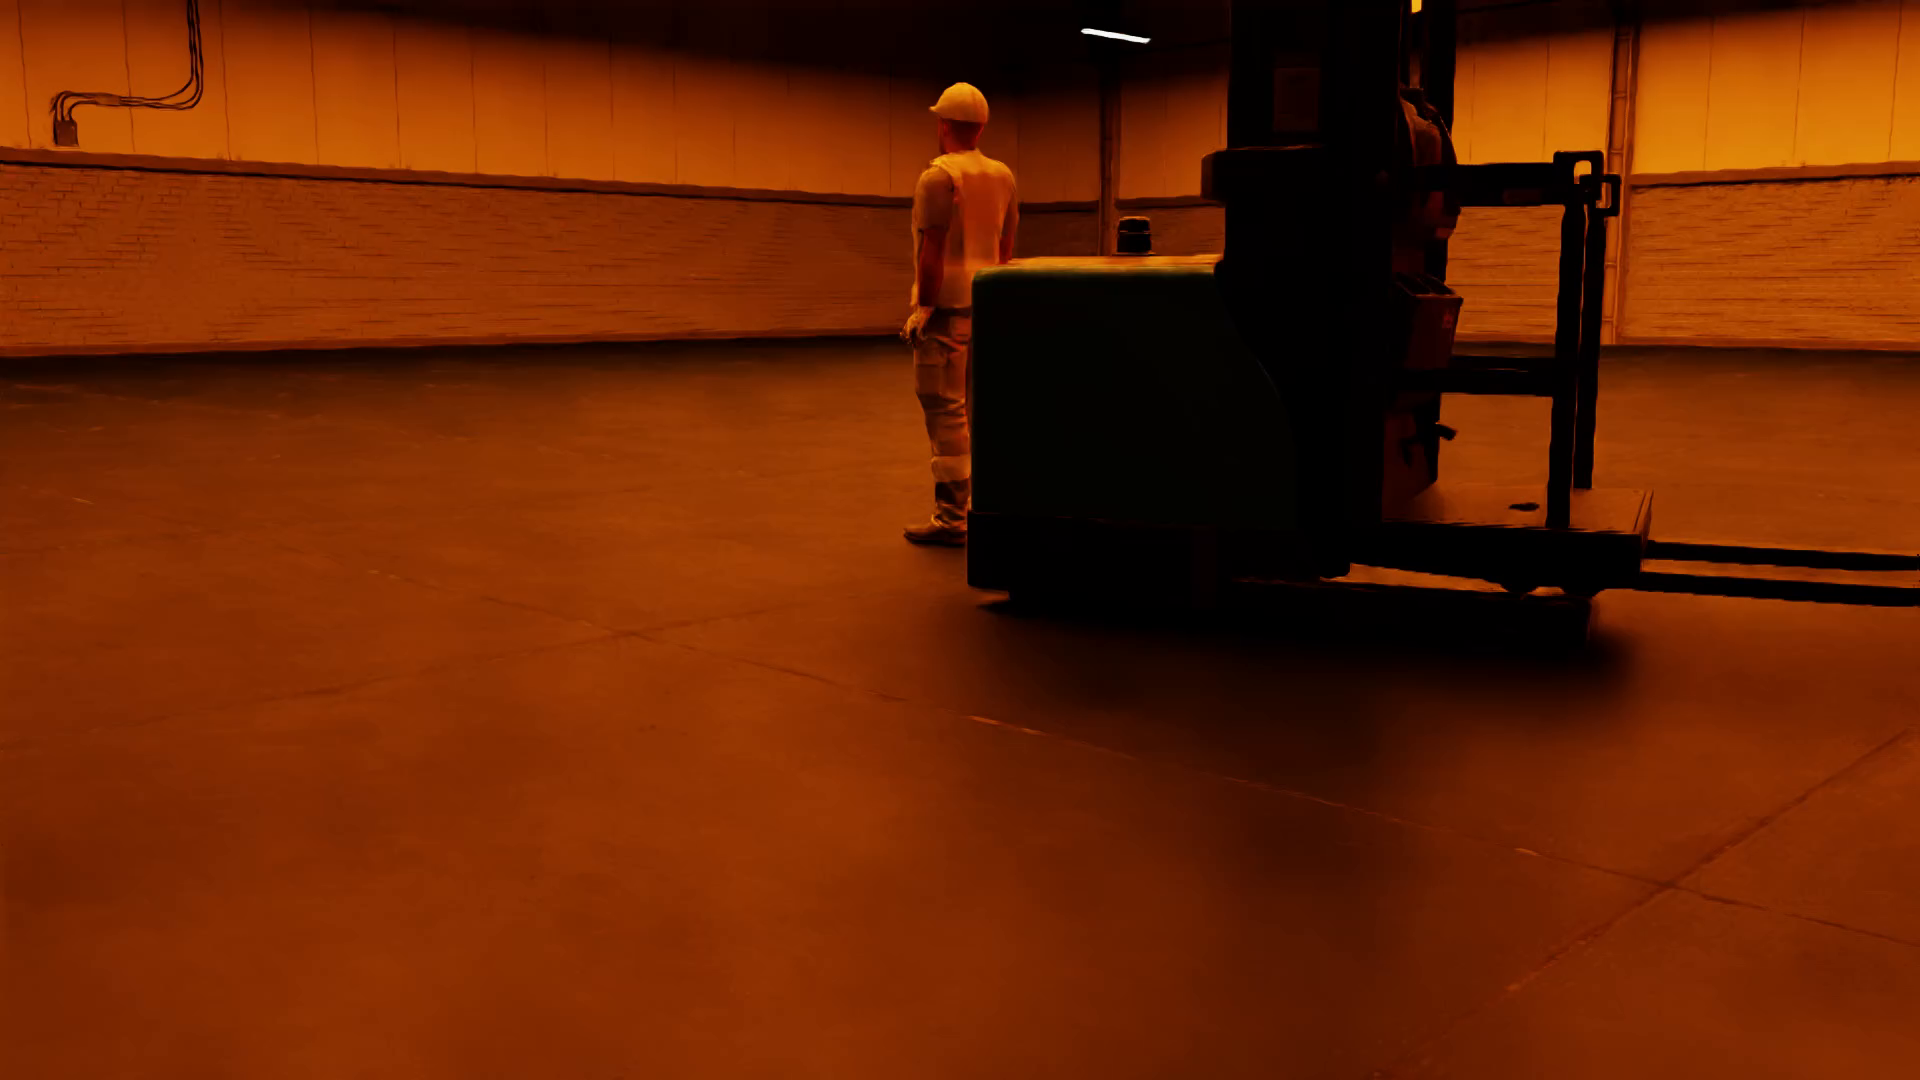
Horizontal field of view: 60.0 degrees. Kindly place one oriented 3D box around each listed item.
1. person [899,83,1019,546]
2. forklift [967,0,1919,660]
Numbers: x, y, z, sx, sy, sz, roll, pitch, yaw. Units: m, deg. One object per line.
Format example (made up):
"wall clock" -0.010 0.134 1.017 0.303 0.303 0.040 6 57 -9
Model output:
"person" -0.016 -0.888 6.598 0.349 1.795 0.540 8 12 43
"forklift" 1.586 -1.211 4.918 3.031 2.935 1.130 4 9 24
